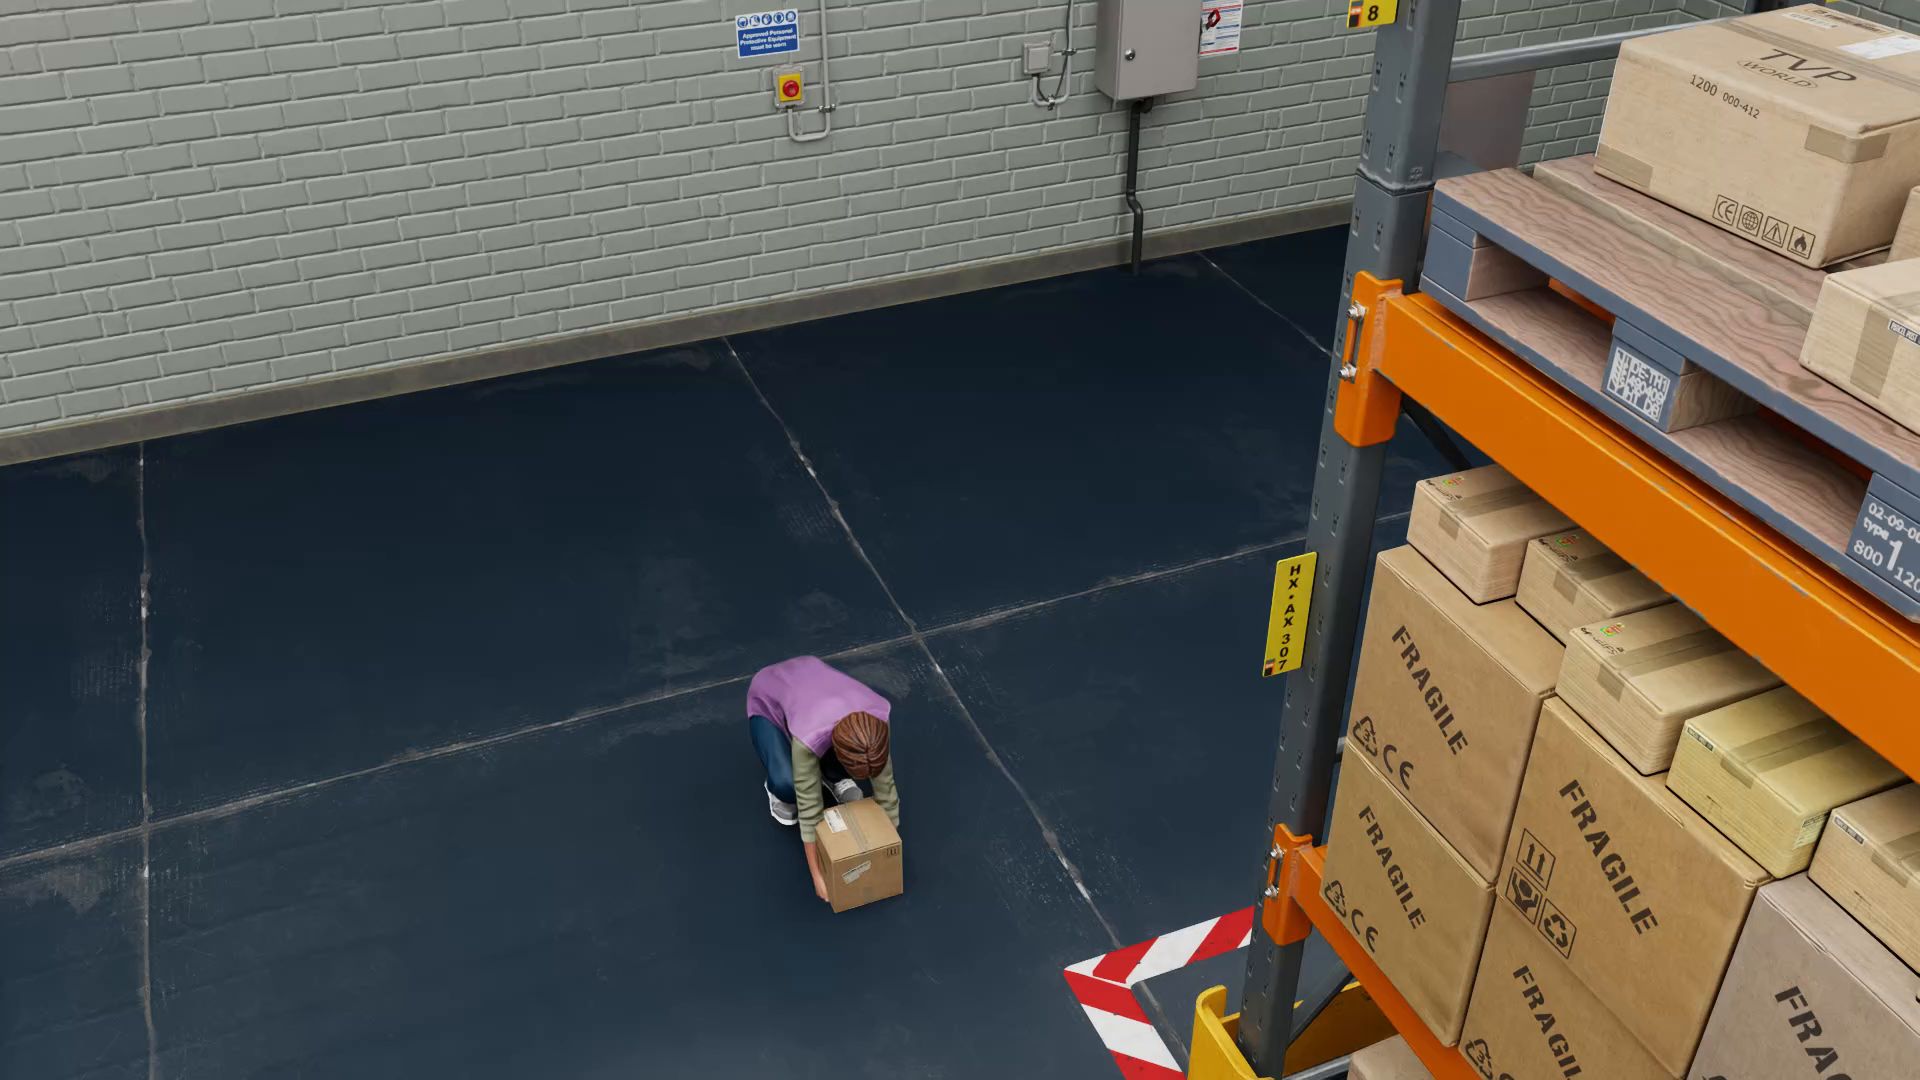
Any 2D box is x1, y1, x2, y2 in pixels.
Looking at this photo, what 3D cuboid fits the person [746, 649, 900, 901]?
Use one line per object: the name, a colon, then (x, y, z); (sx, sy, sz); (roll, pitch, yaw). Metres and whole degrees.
person: (-0.485, 0.763, 5.880); (0.426, 0.748, 0.842); (-14, 36, -19)
